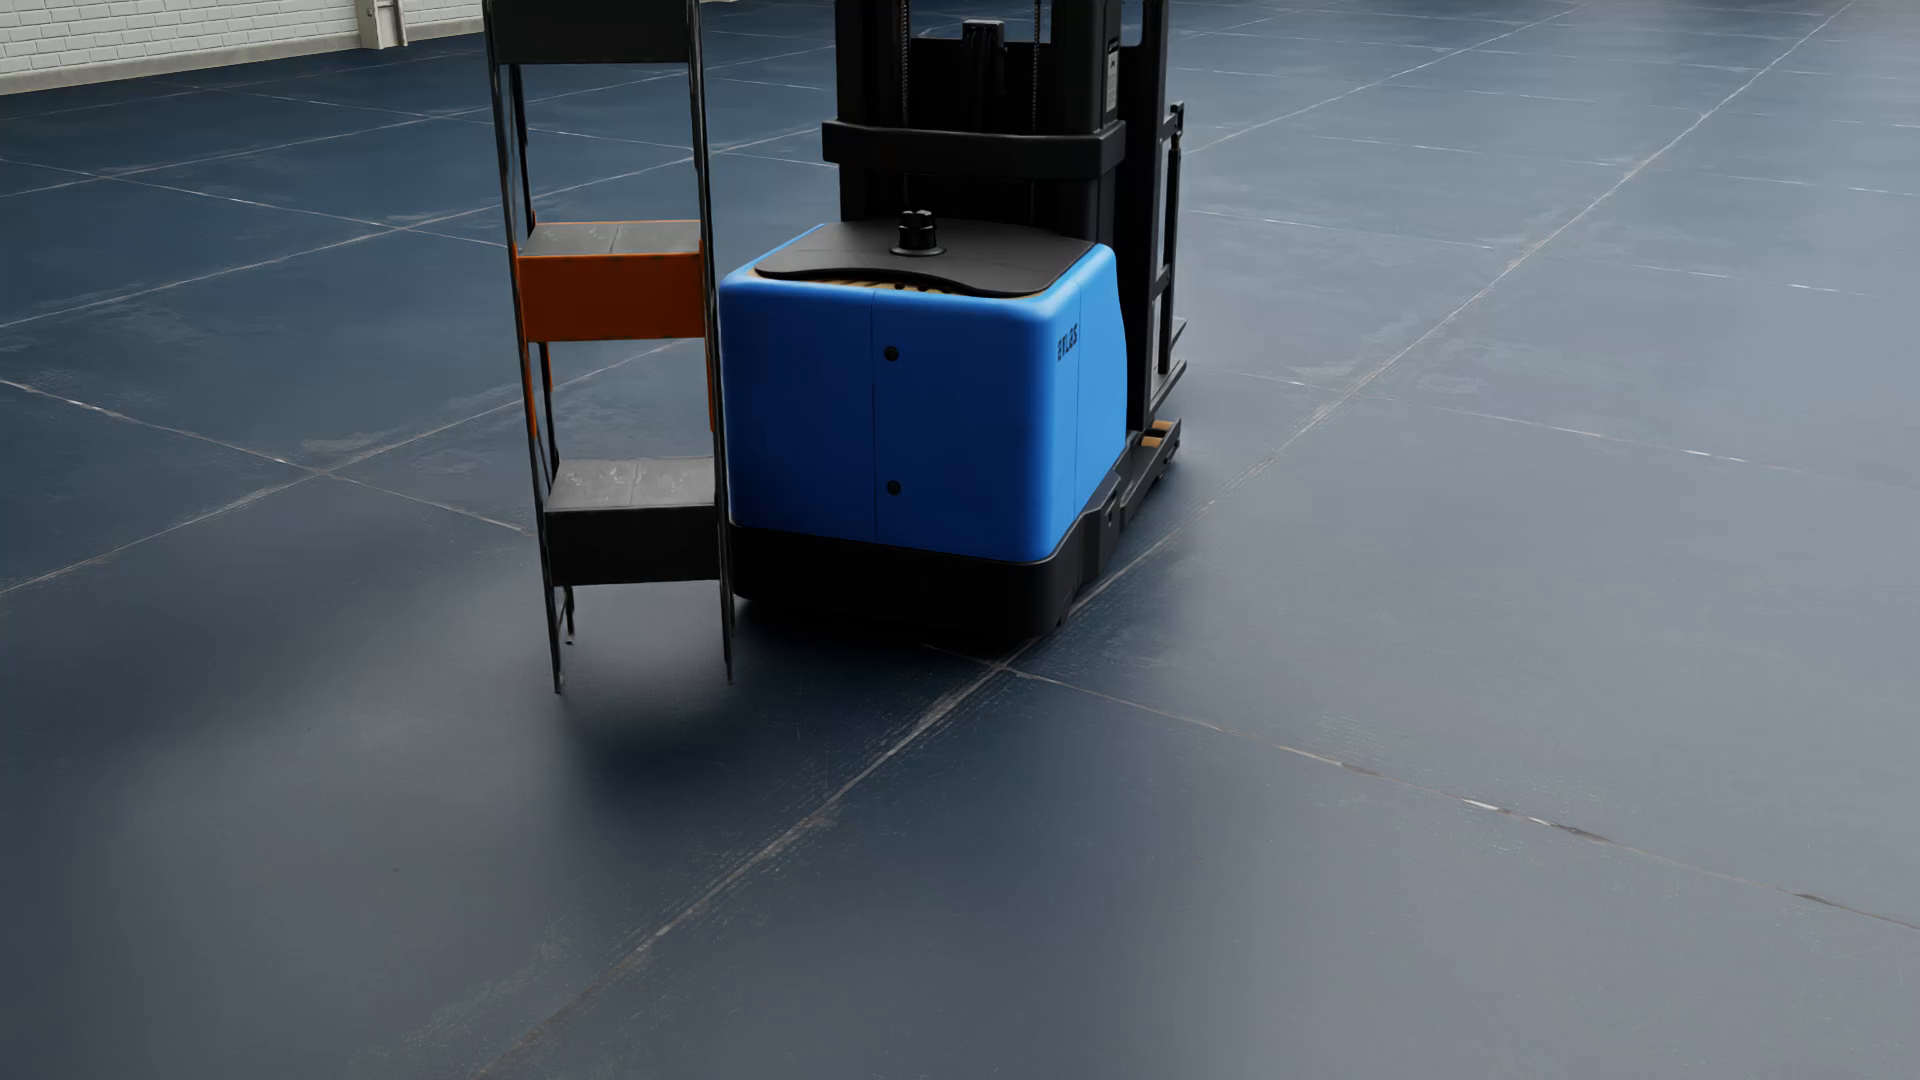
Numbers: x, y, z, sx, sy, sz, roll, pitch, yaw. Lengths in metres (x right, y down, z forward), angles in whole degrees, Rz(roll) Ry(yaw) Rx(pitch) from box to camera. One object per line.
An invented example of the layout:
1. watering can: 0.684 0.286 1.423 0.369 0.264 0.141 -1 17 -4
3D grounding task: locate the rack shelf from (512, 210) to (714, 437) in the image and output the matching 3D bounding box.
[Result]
1. rack shelf: -0.921 -0.601 4.529 0.480 0.518 0.431 -2 24 -6

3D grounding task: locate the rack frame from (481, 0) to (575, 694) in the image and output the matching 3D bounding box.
1. rack frame: -1.164 -0.604 4.498 0.015 2.100 0.400 -2 24 -6

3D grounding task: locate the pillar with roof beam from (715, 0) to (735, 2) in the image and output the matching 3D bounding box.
1. pillar with roof beam: 0.490 -10.680 19.094 9.100 9.000 0.400 14 27 29

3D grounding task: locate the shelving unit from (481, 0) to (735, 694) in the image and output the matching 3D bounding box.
1. shelving unit: -0.921 -0.614 4.523 0.503 2.100 0.431 -2 24 -6

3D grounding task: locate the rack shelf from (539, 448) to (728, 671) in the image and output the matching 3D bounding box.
1. rack shelf: -0.923 0.041 4.806 0.480 0.518 0.431 -2 24 -6

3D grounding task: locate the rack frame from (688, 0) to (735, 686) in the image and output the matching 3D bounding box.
1. rack frame: -0.679 -0.624 4.548 0.015 2.100 0.400 -2 24 -6

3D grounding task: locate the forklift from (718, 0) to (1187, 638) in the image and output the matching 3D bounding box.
1. forklift: 0.222 -1.613 5.788 1.130 2.935 3.031 7 24 17

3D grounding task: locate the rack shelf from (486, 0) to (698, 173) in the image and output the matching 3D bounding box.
1. rack shelf: -0.920 -1.244 4.251 0.480 0.518 0.431 -2 24 -6

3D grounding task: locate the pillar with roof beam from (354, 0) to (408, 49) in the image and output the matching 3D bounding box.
1. pillar with roof beam: -2.675 -8.655 14.416 9.100 9.000 0.400 14 27 29
